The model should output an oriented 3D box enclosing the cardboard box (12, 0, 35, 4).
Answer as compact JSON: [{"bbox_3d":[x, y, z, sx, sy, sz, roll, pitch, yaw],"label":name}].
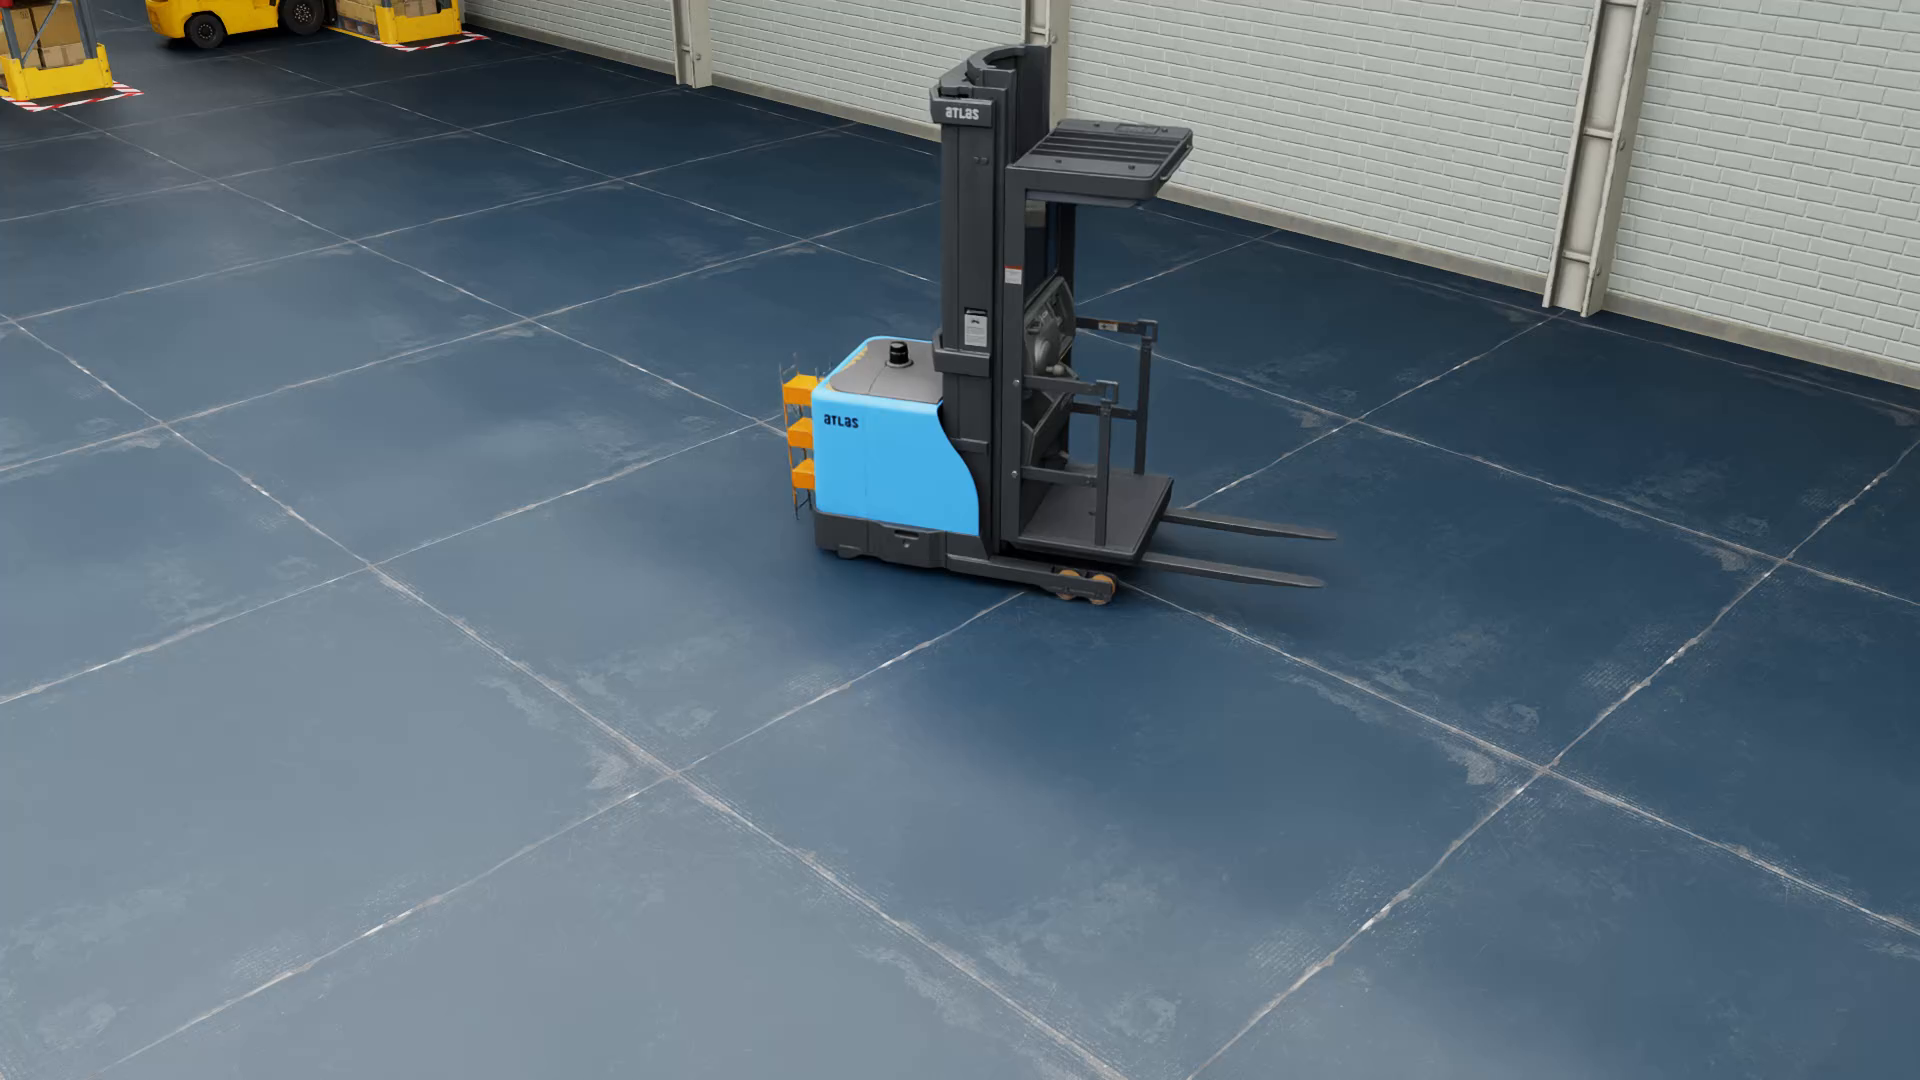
[{"bbox_3d":[-12.077,-6.815,21.685,0.500,0.500,0.500,23,35,37],"label":"cardboard box"}]

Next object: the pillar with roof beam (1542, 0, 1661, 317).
[{"bbox_3d":[2.127,-4.511,9.159,0.400,9.000,9.100,25,36,38],"label":"pillar with roof beam"}]

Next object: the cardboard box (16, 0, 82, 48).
[{"bbox_3d":[-11.701,-6.646,21.363,0.500,0.500,0.500,23,36,37],"label":"cardboard box"}]

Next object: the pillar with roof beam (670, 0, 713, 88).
[{"bbox_3d":[-6.430,-8.426,16.606,0.400,9.000,9.100,25,36,38],"label":"pillar with roof beam"}]

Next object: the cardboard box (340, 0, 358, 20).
[{"bbox_3d":[-8.730,-7.814,24.390,0.500,0.250,0.500,25,36,38],"label":"cardboard box"}]

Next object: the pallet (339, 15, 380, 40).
[{"bbox_3d":[-8.400,-7.632,24.538,1.213,0.211,1.003,25,36,38],"label":"pallet"}]

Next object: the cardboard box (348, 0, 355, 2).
[{"bbox_3d":[-8.742,-8.043,24.290,0.500,0.250,0.500,24,36,38],"label":"cardboard box"}]

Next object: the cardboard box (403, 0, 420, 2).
[{"bbox_3d":[-8.015,-8.043,24.290,0.500,0.250,0.500,-25,36,-38],"label":"cardboard box"}]

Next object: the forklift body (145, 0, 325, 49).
[{"bbox_3d":[-10.456,-8.269,23.664,1.214,2.155,2.313,25,36,38],"label":"forklift body"}]

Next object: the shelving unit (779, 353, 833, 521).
[{"bbox_3d":[-0.906,-0.616,10.280,0.252,1.050,0.215,8,29,22],"label":"shelving unit"}]

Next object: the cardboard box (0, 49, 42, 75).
[{"bbox_3d":[-12.085,-6.134,21.195,0.500,0.250,0.500,24,36,38],"label":"cardboard box"}]

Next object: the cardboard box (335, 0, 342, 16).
[{"bbox_3d":[-9.080,-7.980,24.706,0.500,0.250,0.500,-25,37,-39],"label":"cardboard box"}]

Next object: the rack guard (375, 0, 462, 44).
[{"bbox_3d":[-7.808,-7.517,24.008,0.348,0.500,1.175,25,36,38],"label":"rack guard"}]

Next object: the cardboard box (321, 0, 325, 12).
[{"bbox_3d":[-9.466,-8.142,25.014,0.500,0.250,0.500,-24,36,-38],"label":"cardboard box"}]

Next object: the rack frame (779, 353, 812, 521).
[{"bbox_3d":[-1.018,-0.633,10.325,0.008,1.050,0.200,8,29,22],"label":"rack frame"}]

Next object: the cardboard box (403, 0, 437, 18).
[{"bbox_3d":[-8.038,-7.825,24.412,0.500,0.250,0.500,25,37,39],"label":"cardboard box"}]

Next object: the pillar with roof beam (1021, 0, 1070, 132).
[{"bbox_3d":[-2.151,-6.468,12.882,0.400,9.000,9.100,25,36,38],"label":"pillar with roof beam"}]

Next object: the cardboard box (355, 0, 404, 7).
[{"bbox_3d":[-8.391,-7.876,23.972,0.500,0.250,0.500,24,36,38],"label":"cardboard box"}]

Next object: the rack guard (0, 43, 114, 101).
[{"bbox_3d":[-11.357,-5.901,20.935,0.348,0.500,1.175,25,36,38],"label":"rack guard"}]

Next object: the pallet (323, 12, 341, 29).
[{"bbox_3d":[-9.266,-8.030,25.295,1.213,0.211,1.003,25,36,38],"label":"pallet"}]

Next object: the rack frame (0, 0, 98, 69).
[{"bbox_3d":[-11.303,-6.982,20.306,0.127,3.000,1.000,25,36,38],"label":"rack frame"}]

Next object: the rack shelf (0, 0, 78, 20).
[{"bbox_3d":[-12.729,-7.317,21.715,4.000,0.370,1.077,25,36,38],"label":"rack shelf"}]

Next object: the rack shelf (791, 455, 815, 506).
[{"bbox_3d":[-0.891,-0.358,10.408,0.240,0.259,0.215,8,29,22],"label":"rack shelf"}]

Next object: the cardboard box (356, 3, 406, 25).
[{"bbox_3d":[-8.382,-7.648,24.076,0.500,0.250,0.500,25,37,39],"label":"cardboard box"}]

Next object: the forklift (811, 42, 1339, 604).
[{"bbox_3d":[0.697,-1.206,9.394,3.031,2.935,1.130,9,29,16],"label":"forklift"}]

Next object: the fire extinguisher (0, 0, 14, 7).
[{"bbox_3d":[-11.544,-6.758,19.962,0.183,0.674,0.296,25,36,38],"label":"fire extinguisher"}]

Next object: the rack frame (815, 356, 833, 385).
[{"bbox_3d":[-0.794,-0.600,10.234,0.008,1.050,0.200,8,29,22],"label":"rack frame"}]

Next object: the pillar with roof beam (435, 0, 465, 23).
[{"bbox_3d":[-10.708,-10.384,20.329,0.400,9.000,9.100,25,36,38],"label":"pillar with roof beam"}]

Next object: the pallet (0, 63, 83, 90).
[{"bbox_3d":[-11.911,-6.050,21.529,1.213,0.211,1.003,25,36,38],"label":"pallet"}]

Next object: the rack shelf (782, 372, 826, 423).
[{"bbox_3d":[-0.921,-0.861,10.158,0.240,0.259,0.215,8,29,22],"label":"rack shelf"}]

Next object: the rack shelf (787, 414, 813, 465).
[{"bbox_3d":[-0.906,-0.607,10.284,0.240,0.259,0.215,8,29,22],"label":"rack shelf"}]

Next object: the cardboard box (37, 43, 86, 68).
[{"bbox_3d":[-11.684,-6.306,21.523,0.500,0.250,0.500,24,36,38],"label":"cardboard box"}]

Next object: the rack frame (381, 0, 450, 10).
[{"bbox_3d":[-7.825,-8.631,23.441,0.127,3.000,1.000,25,36,38],"label":"rack frame"}]

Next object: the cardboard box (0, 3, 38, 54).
[{"bbox_3d":[-12.057,-6.458,21.006,0.500,0.500,0.500,25,37,39],"label":"cardboard box"}]
